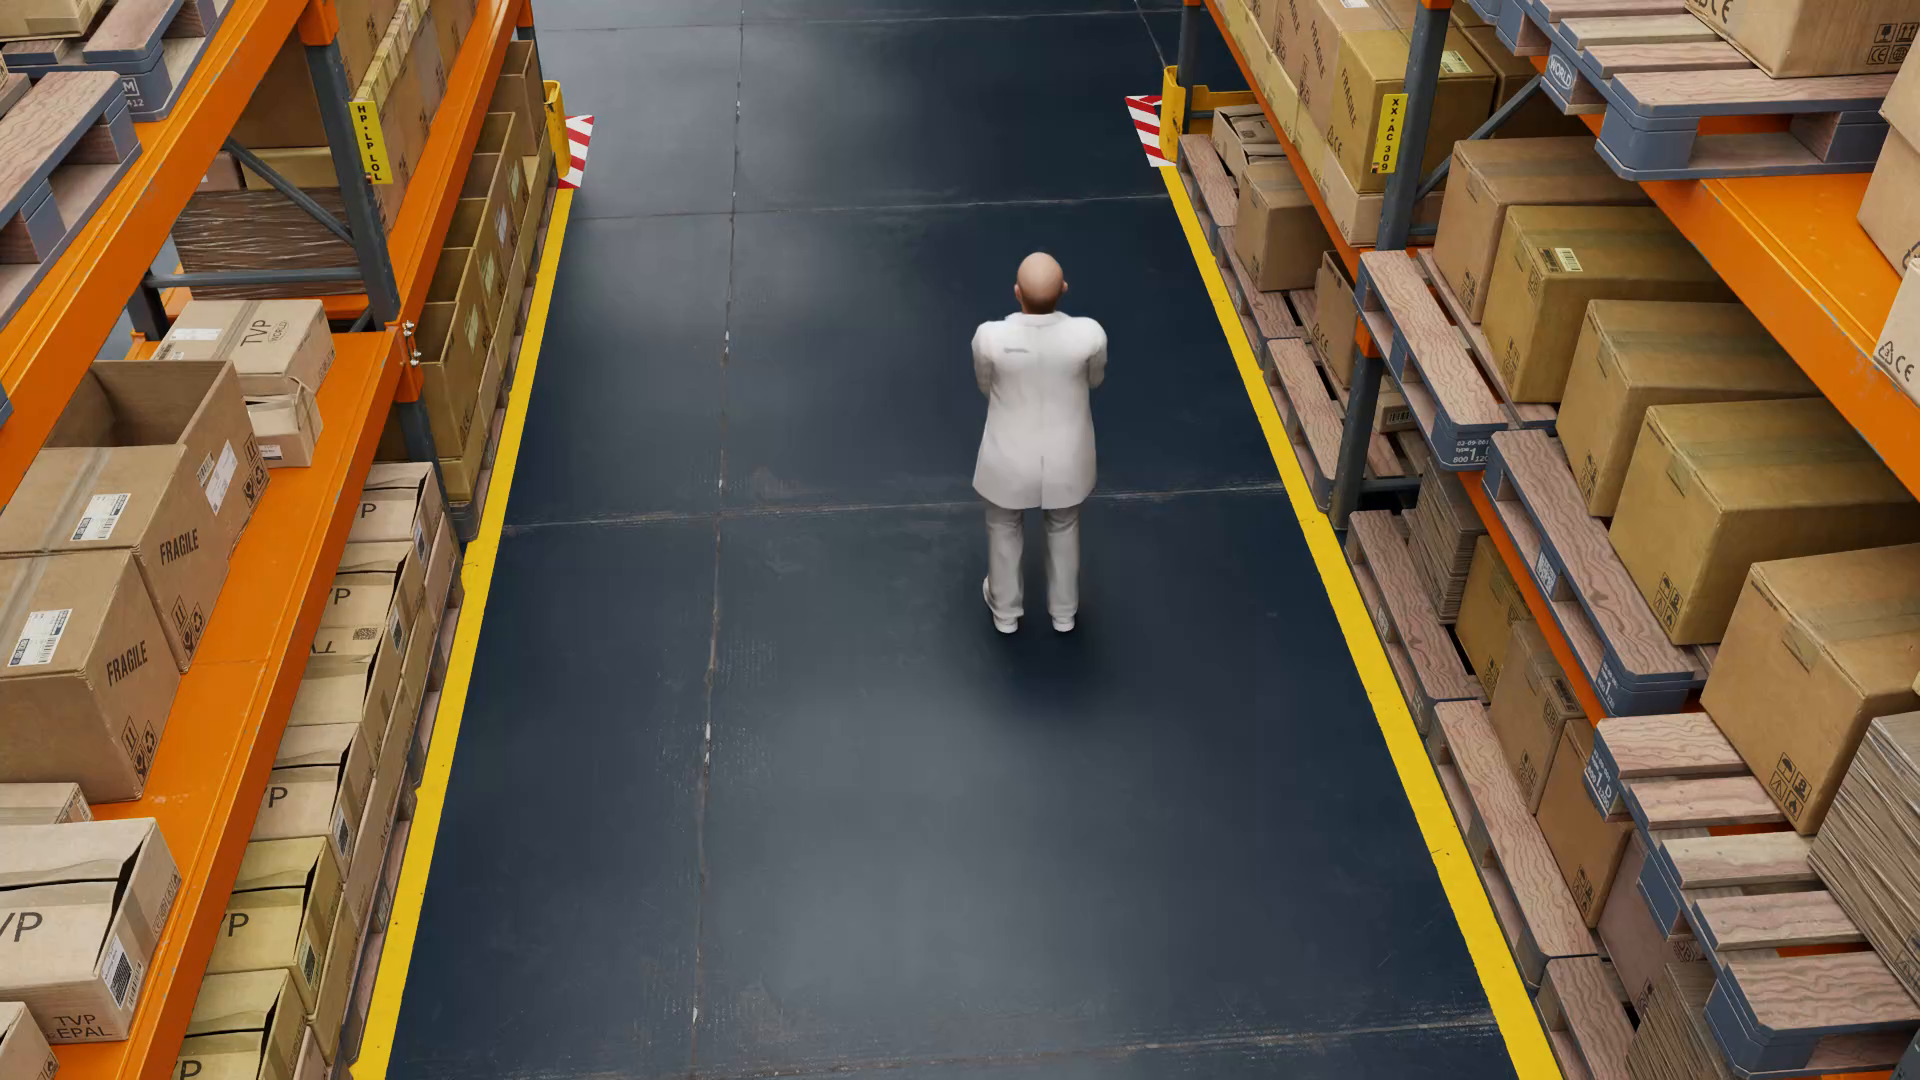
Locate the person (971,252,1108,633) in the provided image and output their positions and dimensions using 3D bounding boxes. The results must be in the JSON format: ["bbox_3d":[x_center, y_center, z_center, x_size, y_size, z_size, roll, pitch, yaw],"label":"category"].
[{"bbox_3d":[0.297,-0.440,6.722,0.529,1.772,0.552,-2,39,-3],"label":"person"}]
